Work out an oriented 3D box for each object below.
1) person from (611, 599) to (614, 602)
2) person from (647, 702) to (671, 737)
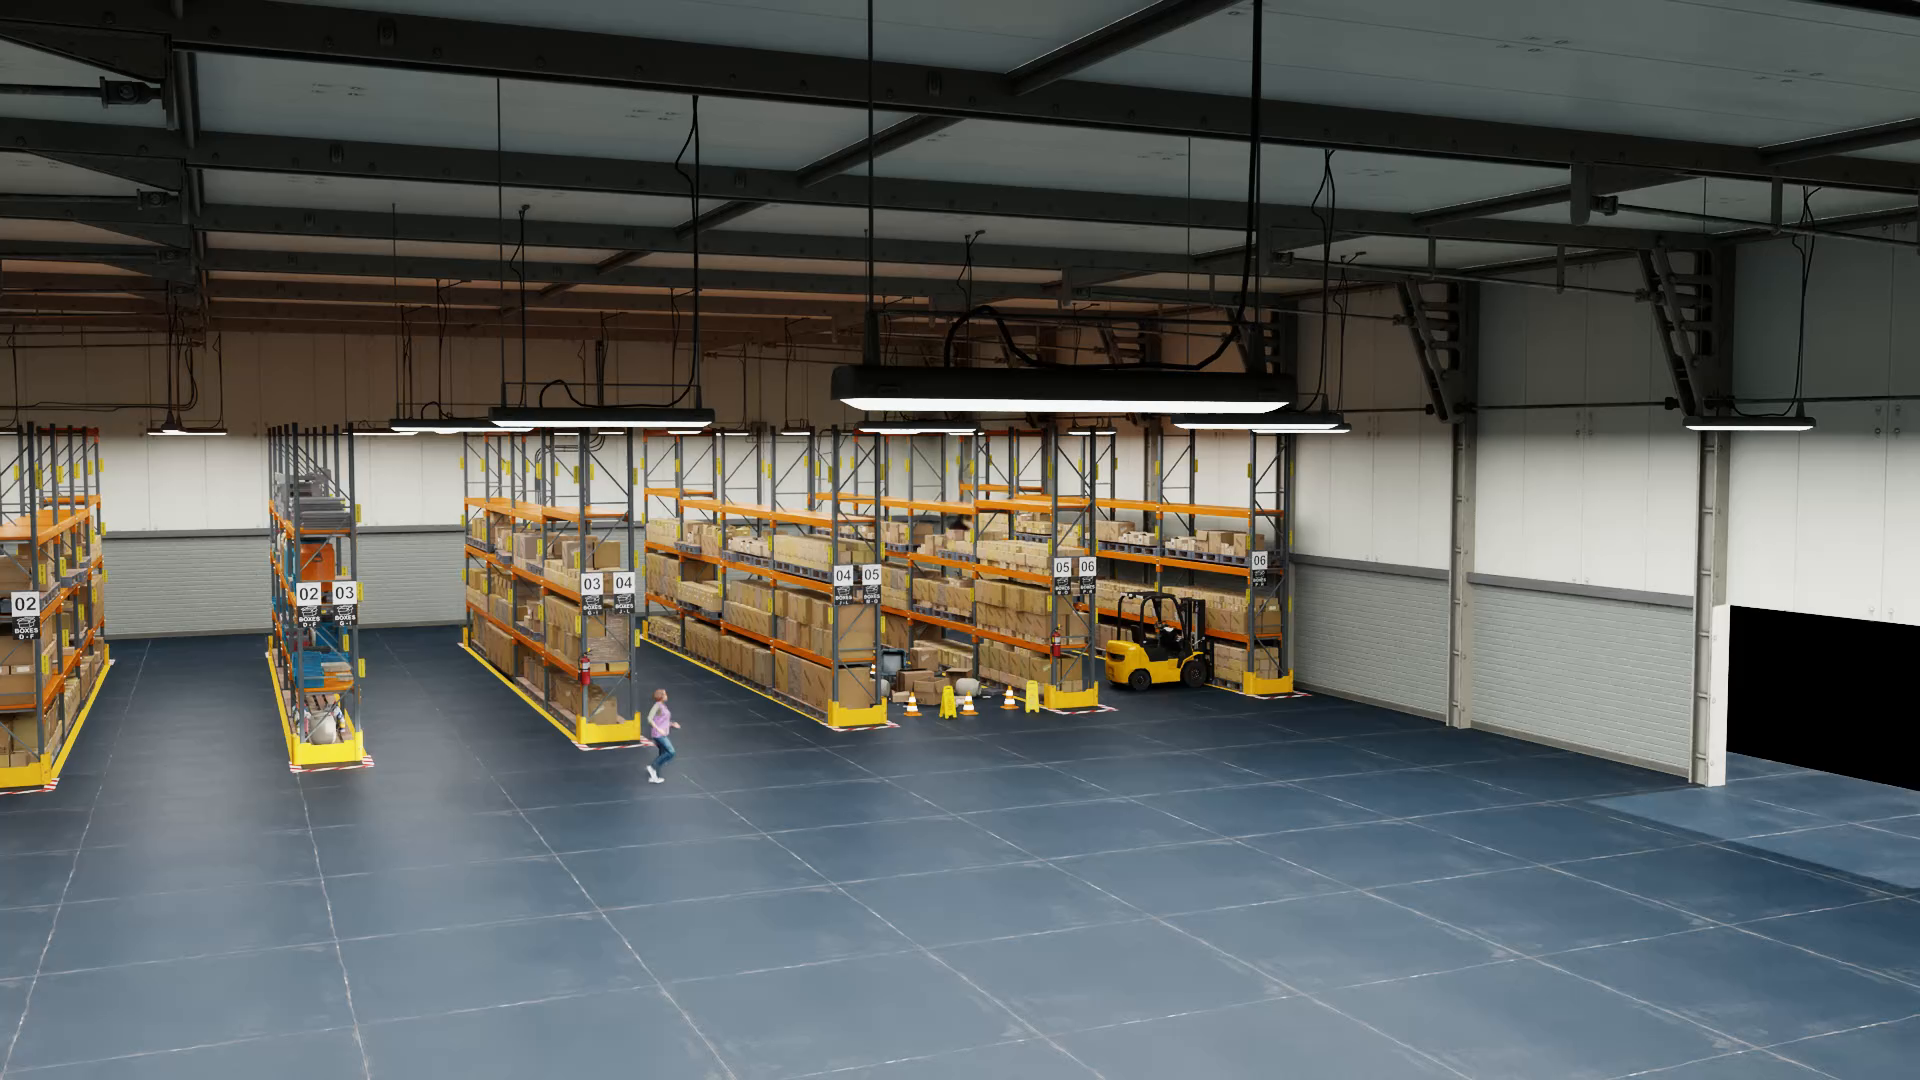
[{"bbox_3d":[-10.028,2.028,46.891,0.750,1.700,0.688,0,3,-1],"label":"person"},{"bbox_3d":[-4.983,2.979,27.590,0.340,0.580,0.514,0,3,0],"label":"person"}]
